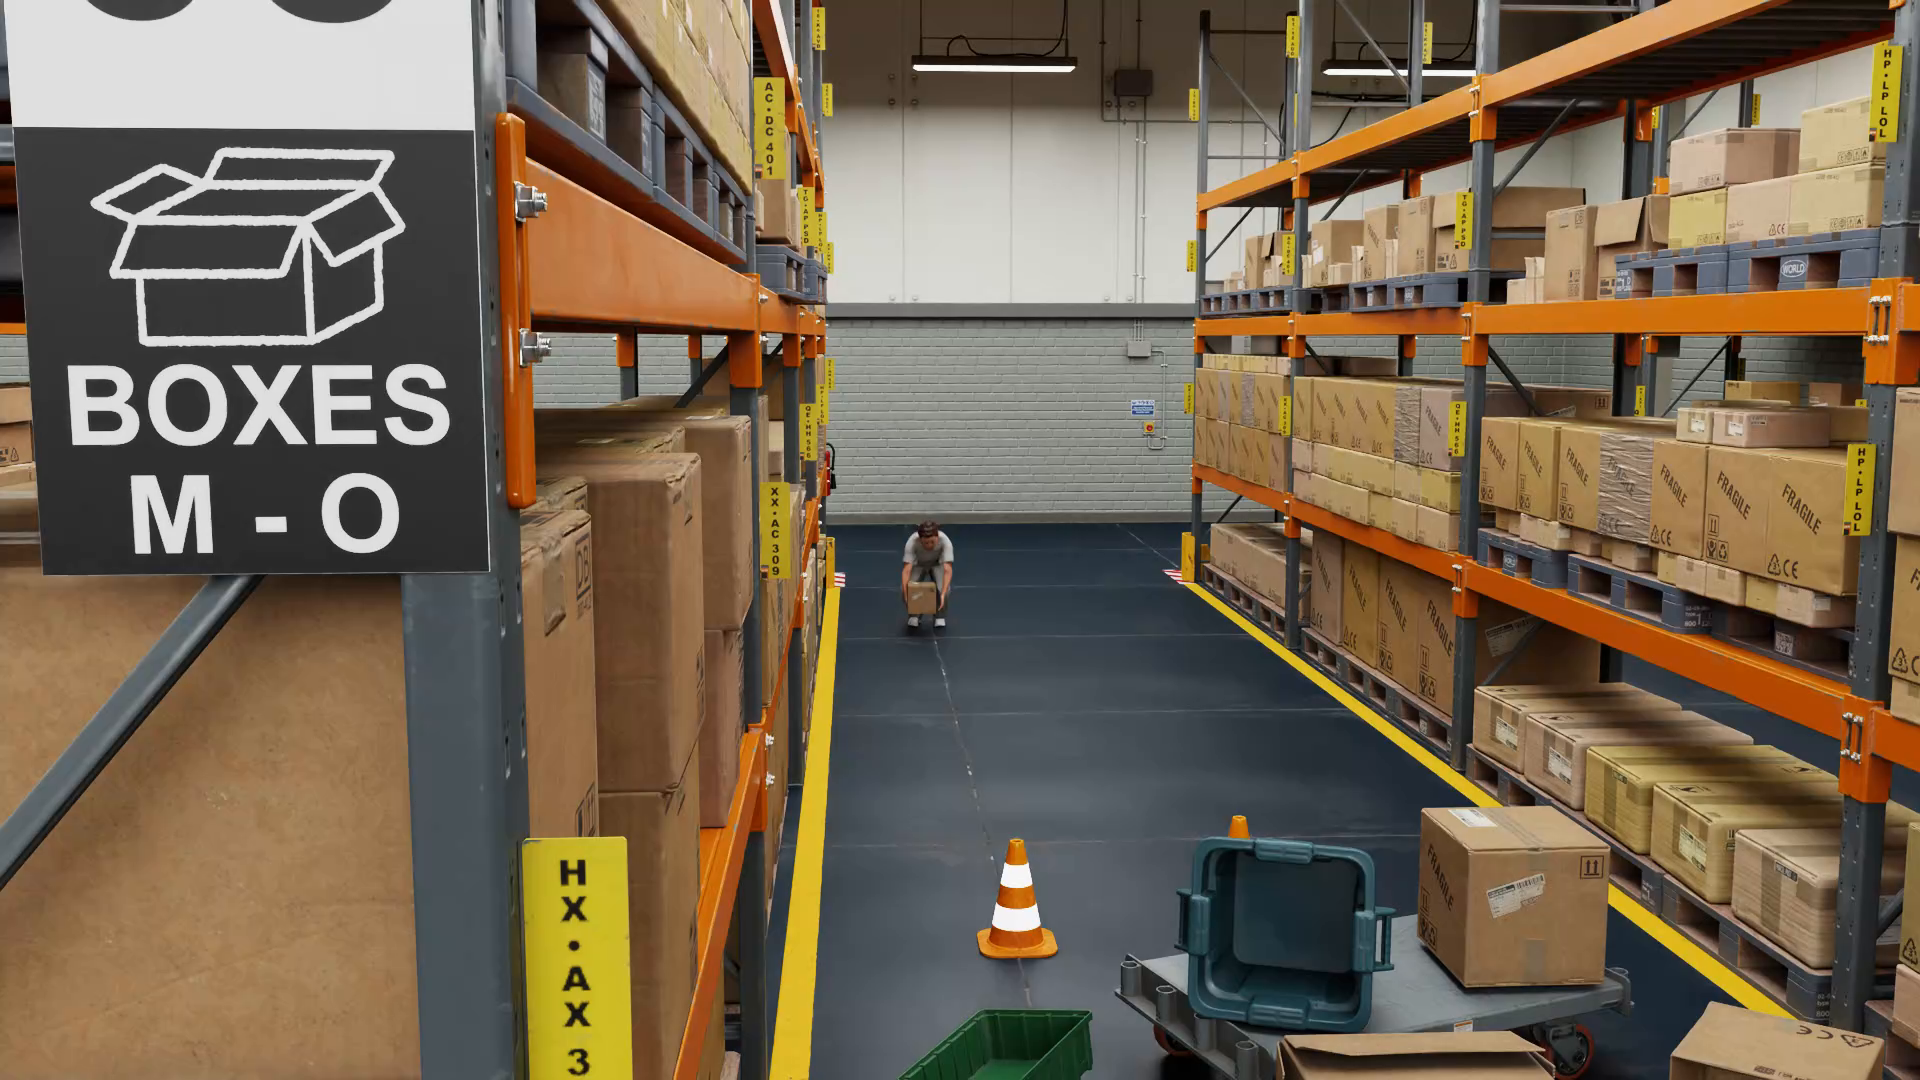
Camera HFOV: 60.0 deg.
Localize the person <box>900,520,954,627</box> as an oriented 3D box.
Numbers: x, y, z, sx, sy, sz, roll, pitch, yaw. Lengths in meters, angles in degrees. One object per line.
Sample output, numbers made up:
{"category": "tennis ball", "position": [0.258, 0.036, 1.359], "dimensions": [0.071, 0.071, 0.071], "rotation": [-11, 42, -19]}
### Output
{"category": "person", "position": [-0.285, 0.294, 15.115], "dimensions": [0.486, 1.009, 0.781], "rotation": [1, 7, 5]}
